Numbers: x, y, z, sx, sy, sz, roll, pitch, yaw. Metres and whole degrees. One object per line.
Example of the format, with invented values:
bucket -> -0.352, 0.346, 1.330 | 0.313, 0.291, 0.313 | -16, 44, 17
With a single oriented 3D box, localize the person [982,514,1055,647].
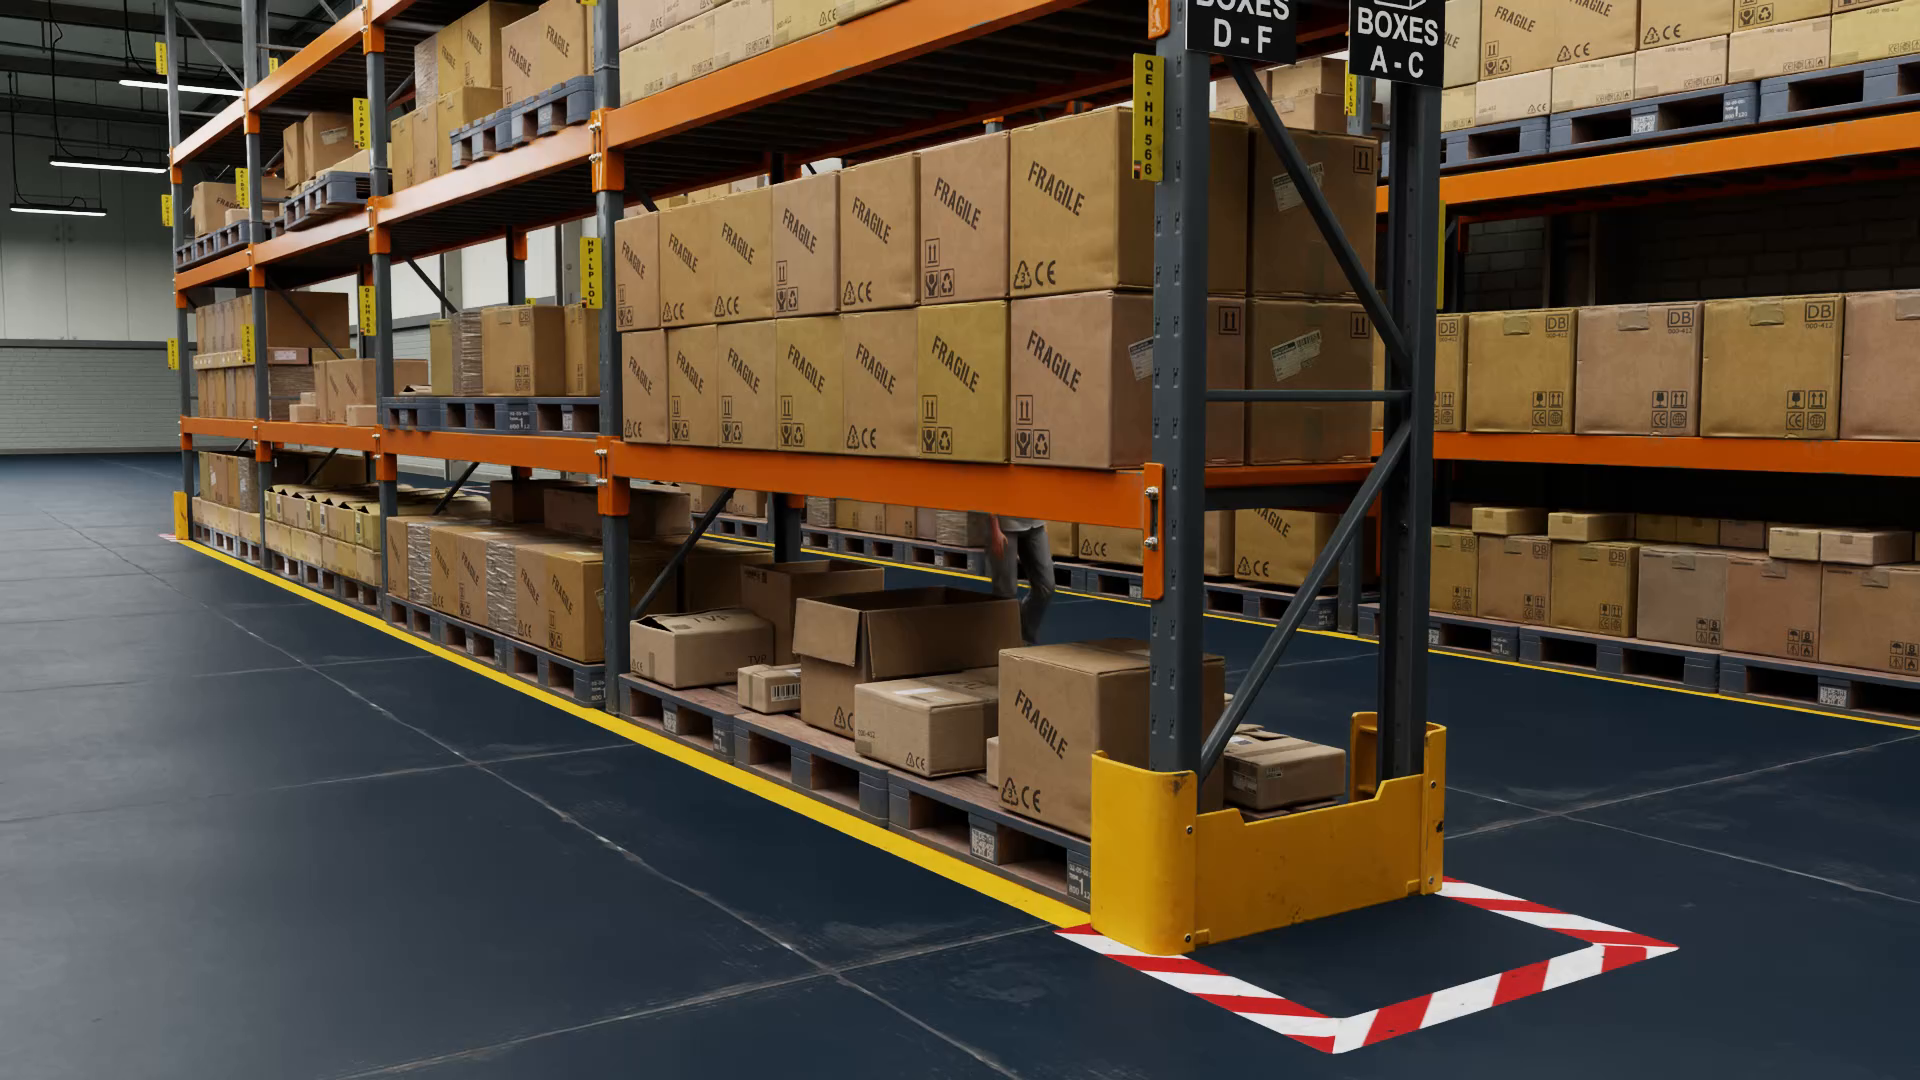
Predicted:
person -> 0.294, -0.036, 8.699 | 0.322, 1.626, 0.474 | 5, 7, 44
